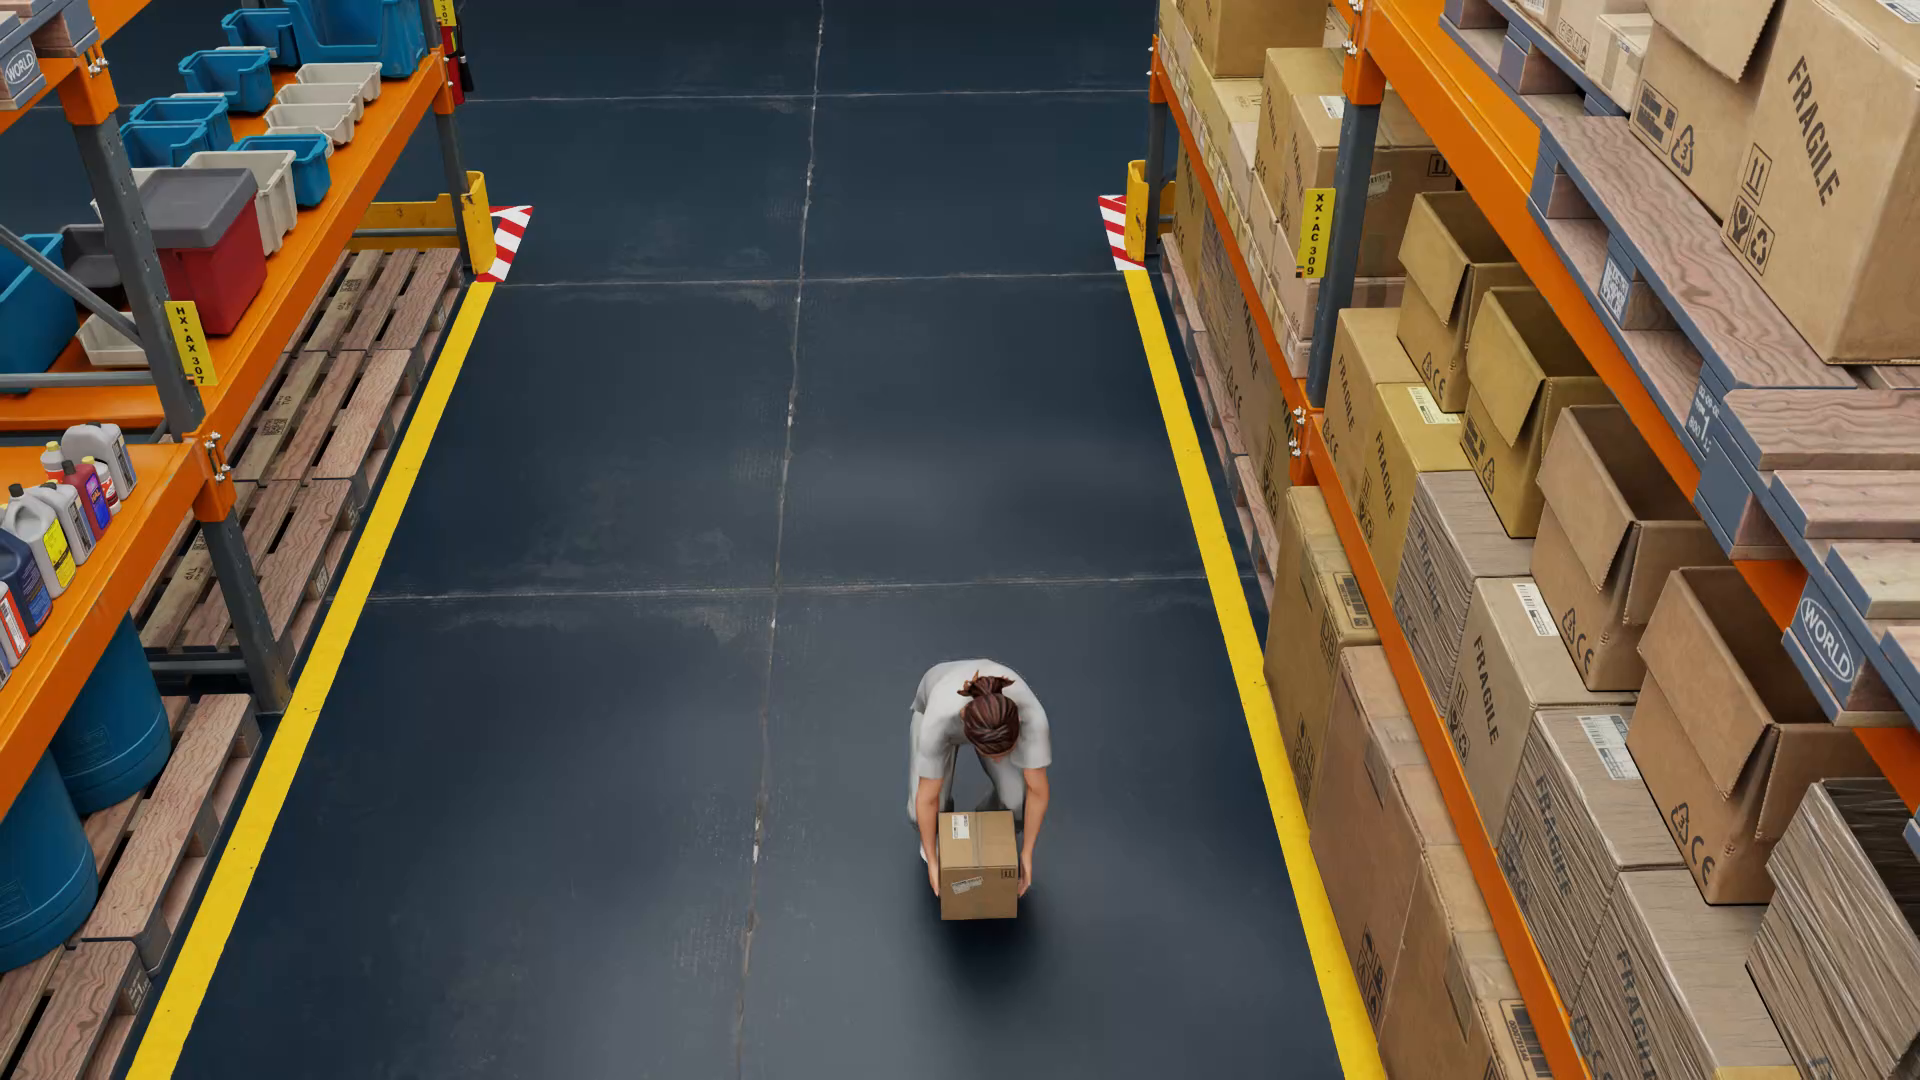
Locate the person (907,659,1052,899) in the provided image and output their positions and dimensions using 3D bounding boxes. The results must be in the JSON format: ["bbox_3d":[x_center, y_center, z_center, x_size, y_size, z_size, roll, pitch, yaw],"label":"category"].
[{"bbox_3d":[0.057,0.745,5.703,0.488,0.978,0.785,-2,35,-2],"label":"person"}]
